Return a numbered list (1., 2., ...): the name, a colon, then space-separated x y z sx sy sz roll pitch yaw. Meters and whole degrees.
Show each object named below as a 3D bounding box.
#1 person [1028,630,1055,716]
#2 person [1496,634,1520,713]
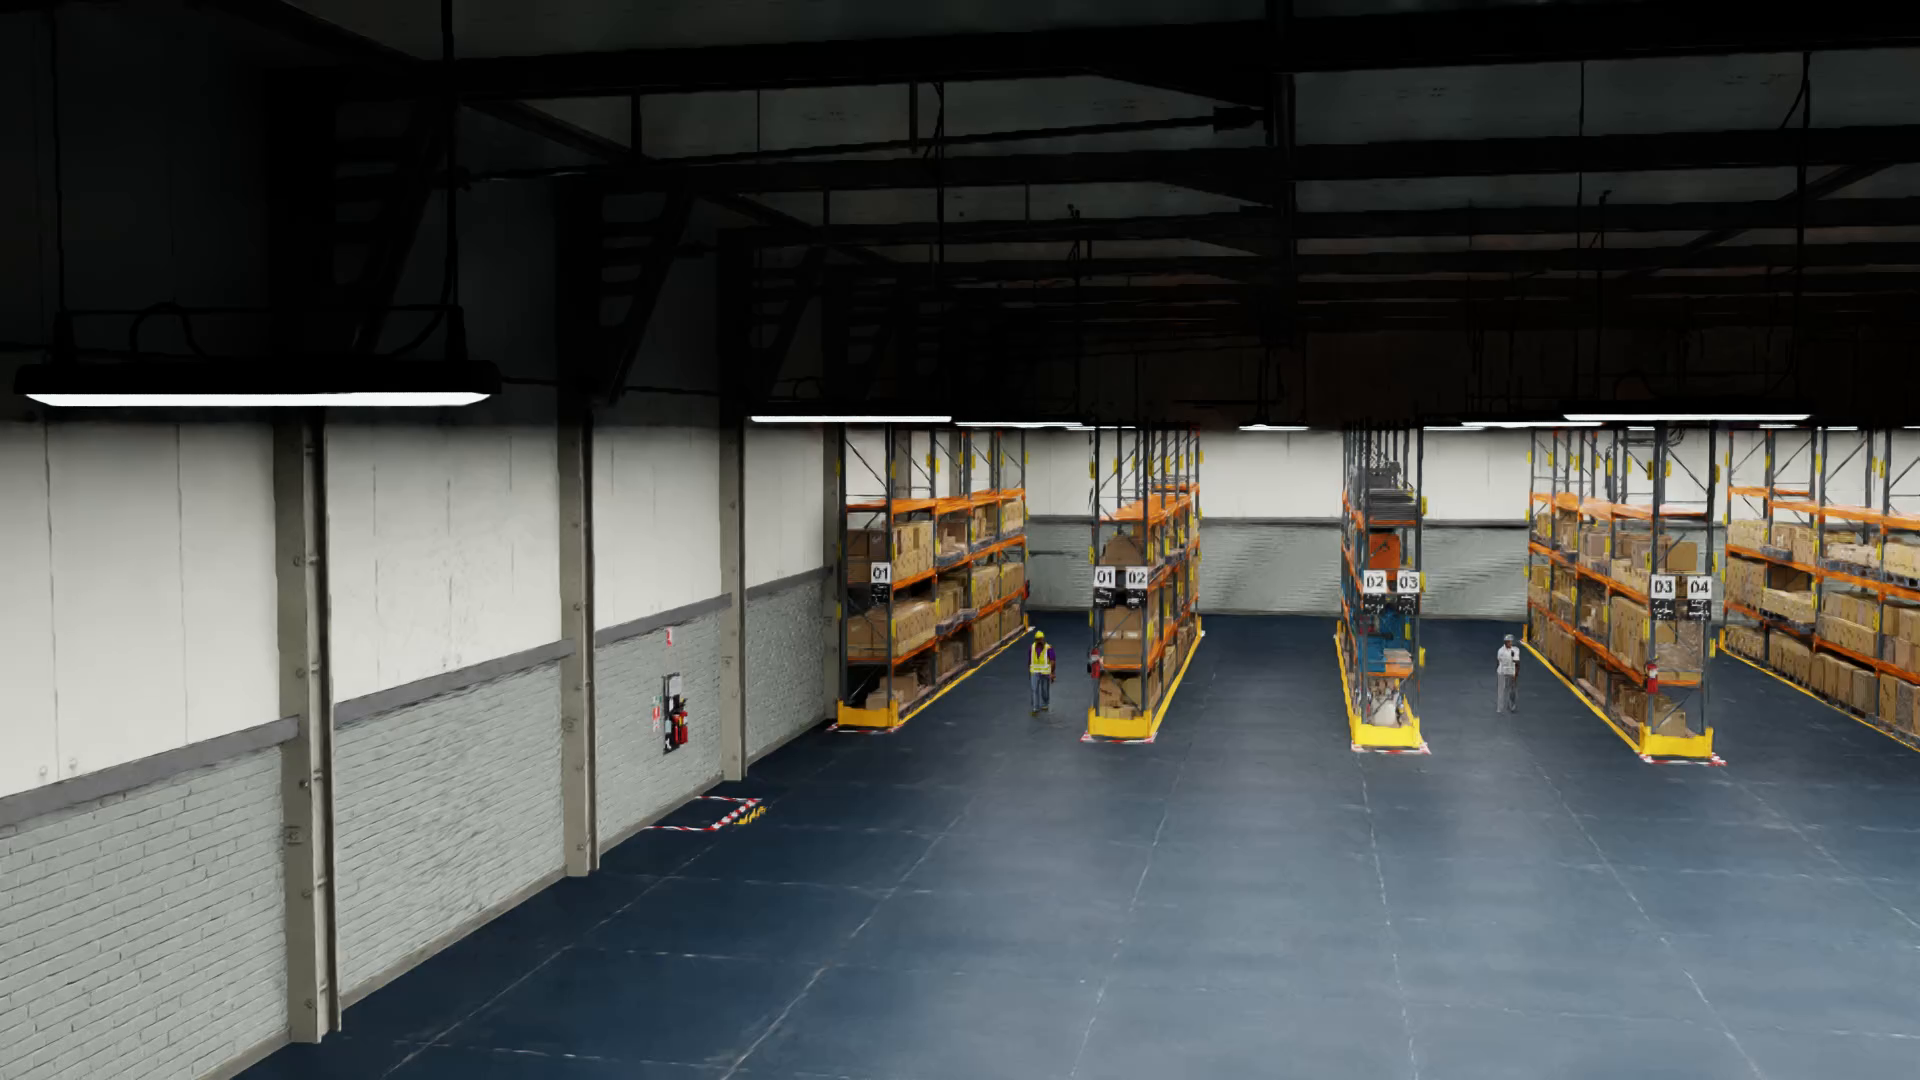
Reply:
1. person: 1.649 2.680 33.700 0.589 1.716 1.043 1 4 10
2. person: 11.161 2.699 33.845 0.443 1.623 1.000 1 4 20
